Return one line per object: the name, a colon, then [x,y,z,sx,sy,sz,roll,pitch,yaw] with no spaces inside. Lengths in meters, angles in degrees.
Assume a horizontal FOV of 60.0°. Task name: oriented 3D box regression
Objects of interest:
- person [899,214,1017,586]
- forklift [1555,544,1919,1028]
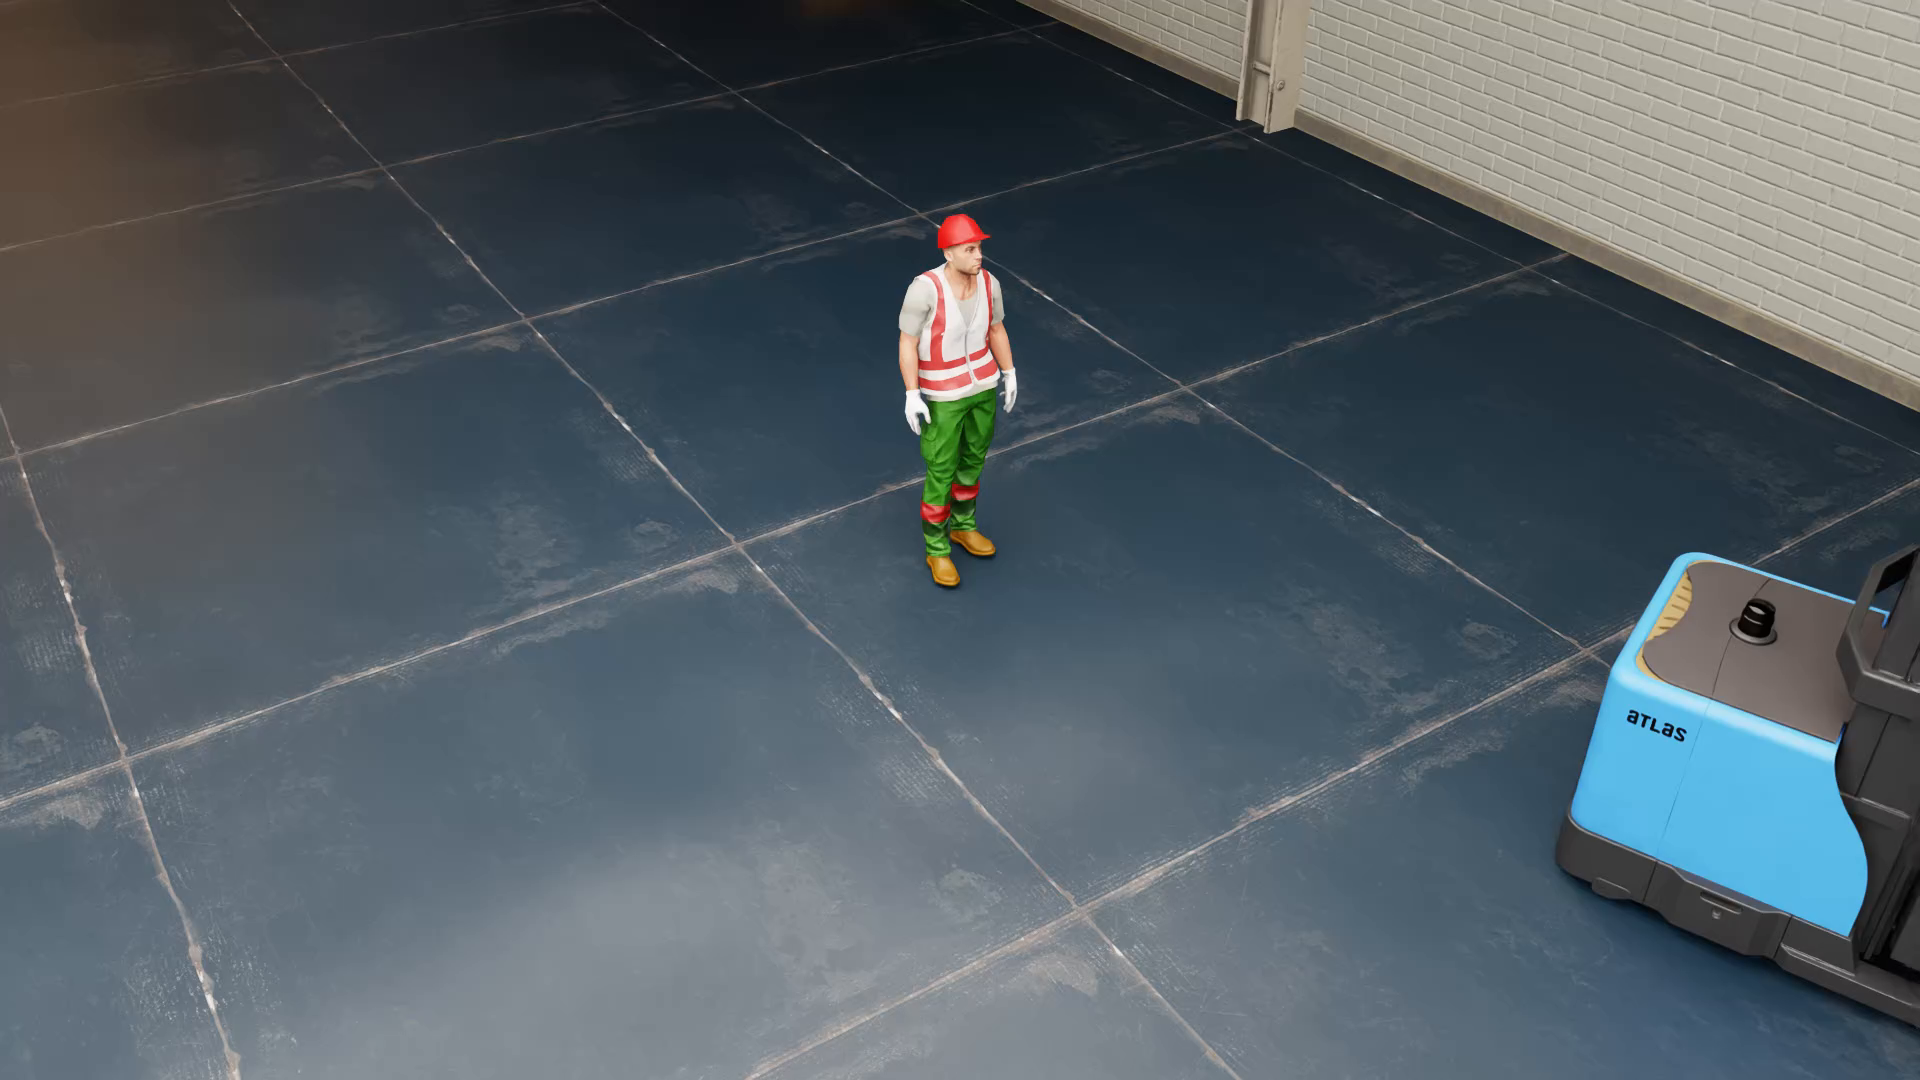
person: [0.033,-0.696,8.118,0.637,1.787,0.564,-21,40,-27]
forklift: [3.913,0.416,5.555,3.031,2.935,1.130,22,41,28]
